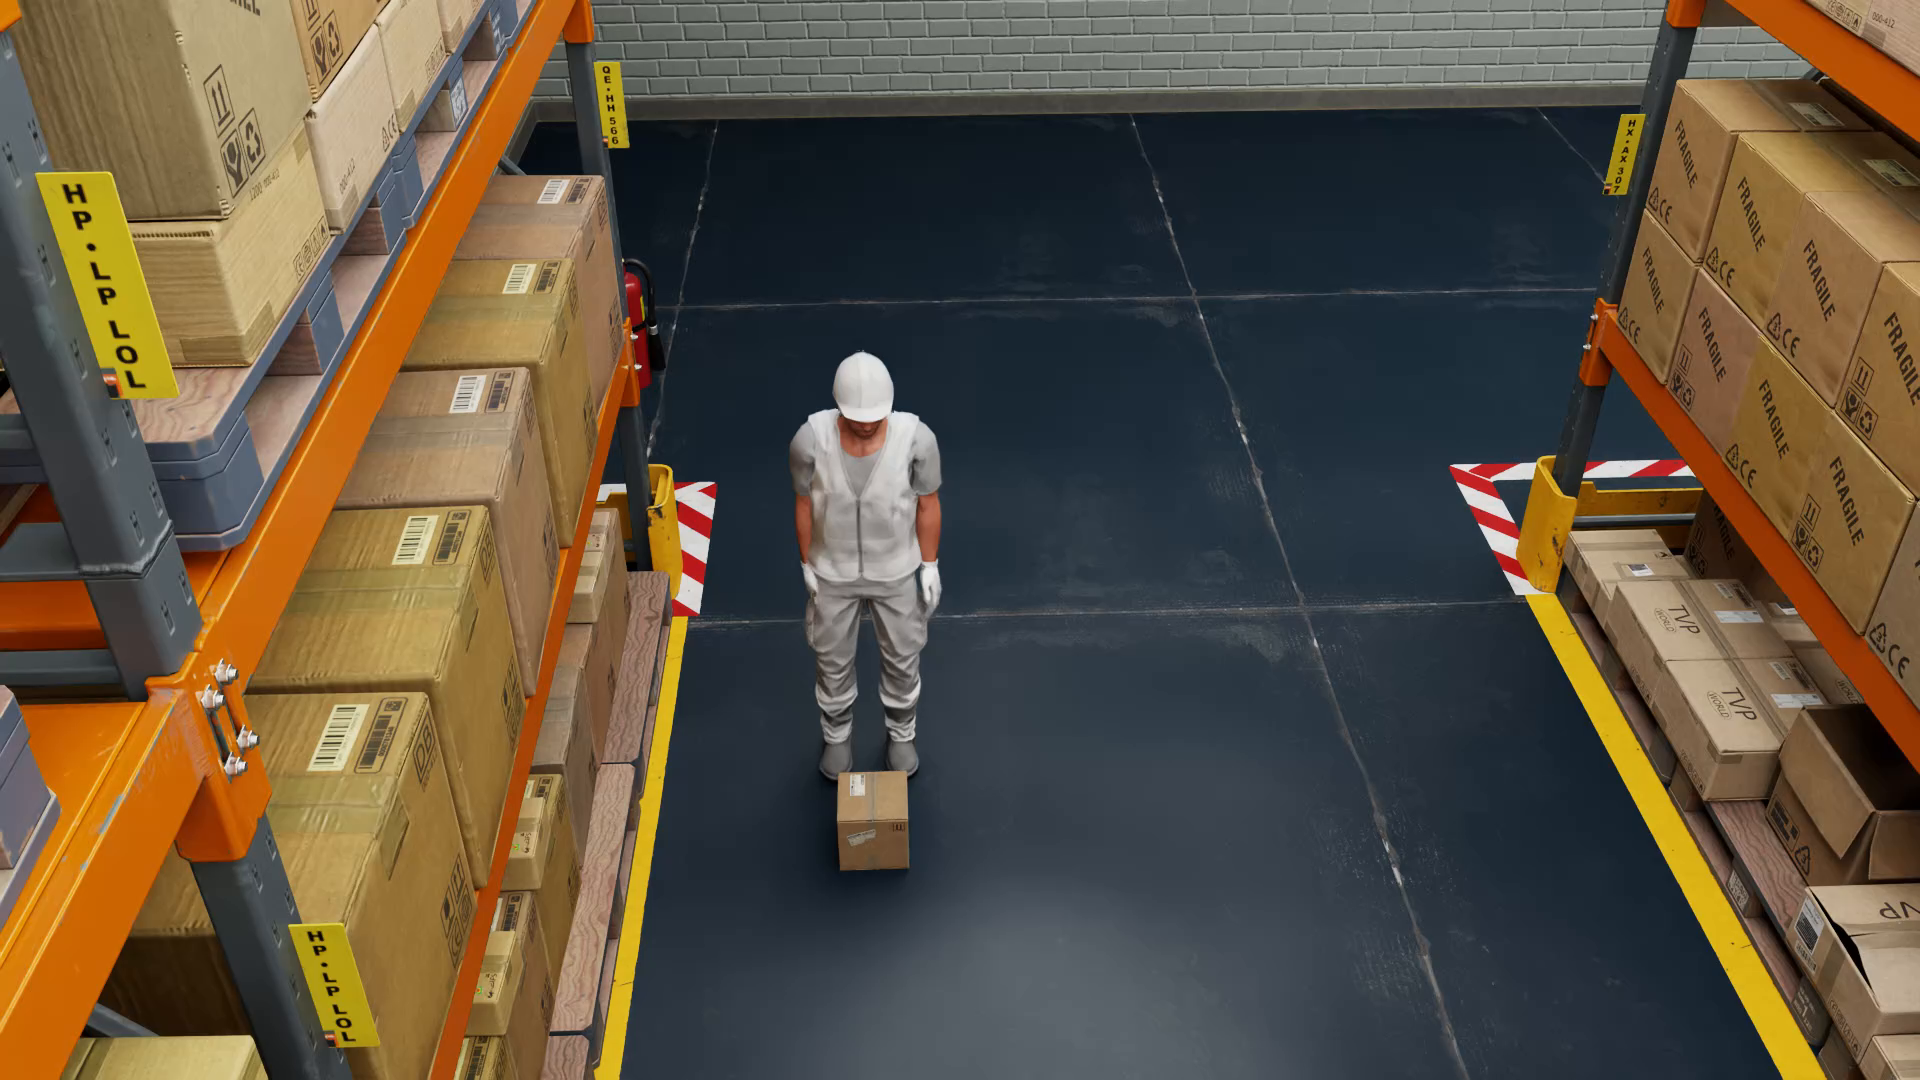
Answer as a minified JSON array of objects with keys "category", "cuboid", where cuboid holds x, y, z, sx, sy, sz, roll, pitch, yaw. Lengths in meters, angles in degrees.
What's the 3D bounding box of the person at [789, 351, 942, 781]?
[{"category":"person","cuboid":[-0.326,0.113,5.972,0.529,1.775,0.364,-1,35,-1]}]
